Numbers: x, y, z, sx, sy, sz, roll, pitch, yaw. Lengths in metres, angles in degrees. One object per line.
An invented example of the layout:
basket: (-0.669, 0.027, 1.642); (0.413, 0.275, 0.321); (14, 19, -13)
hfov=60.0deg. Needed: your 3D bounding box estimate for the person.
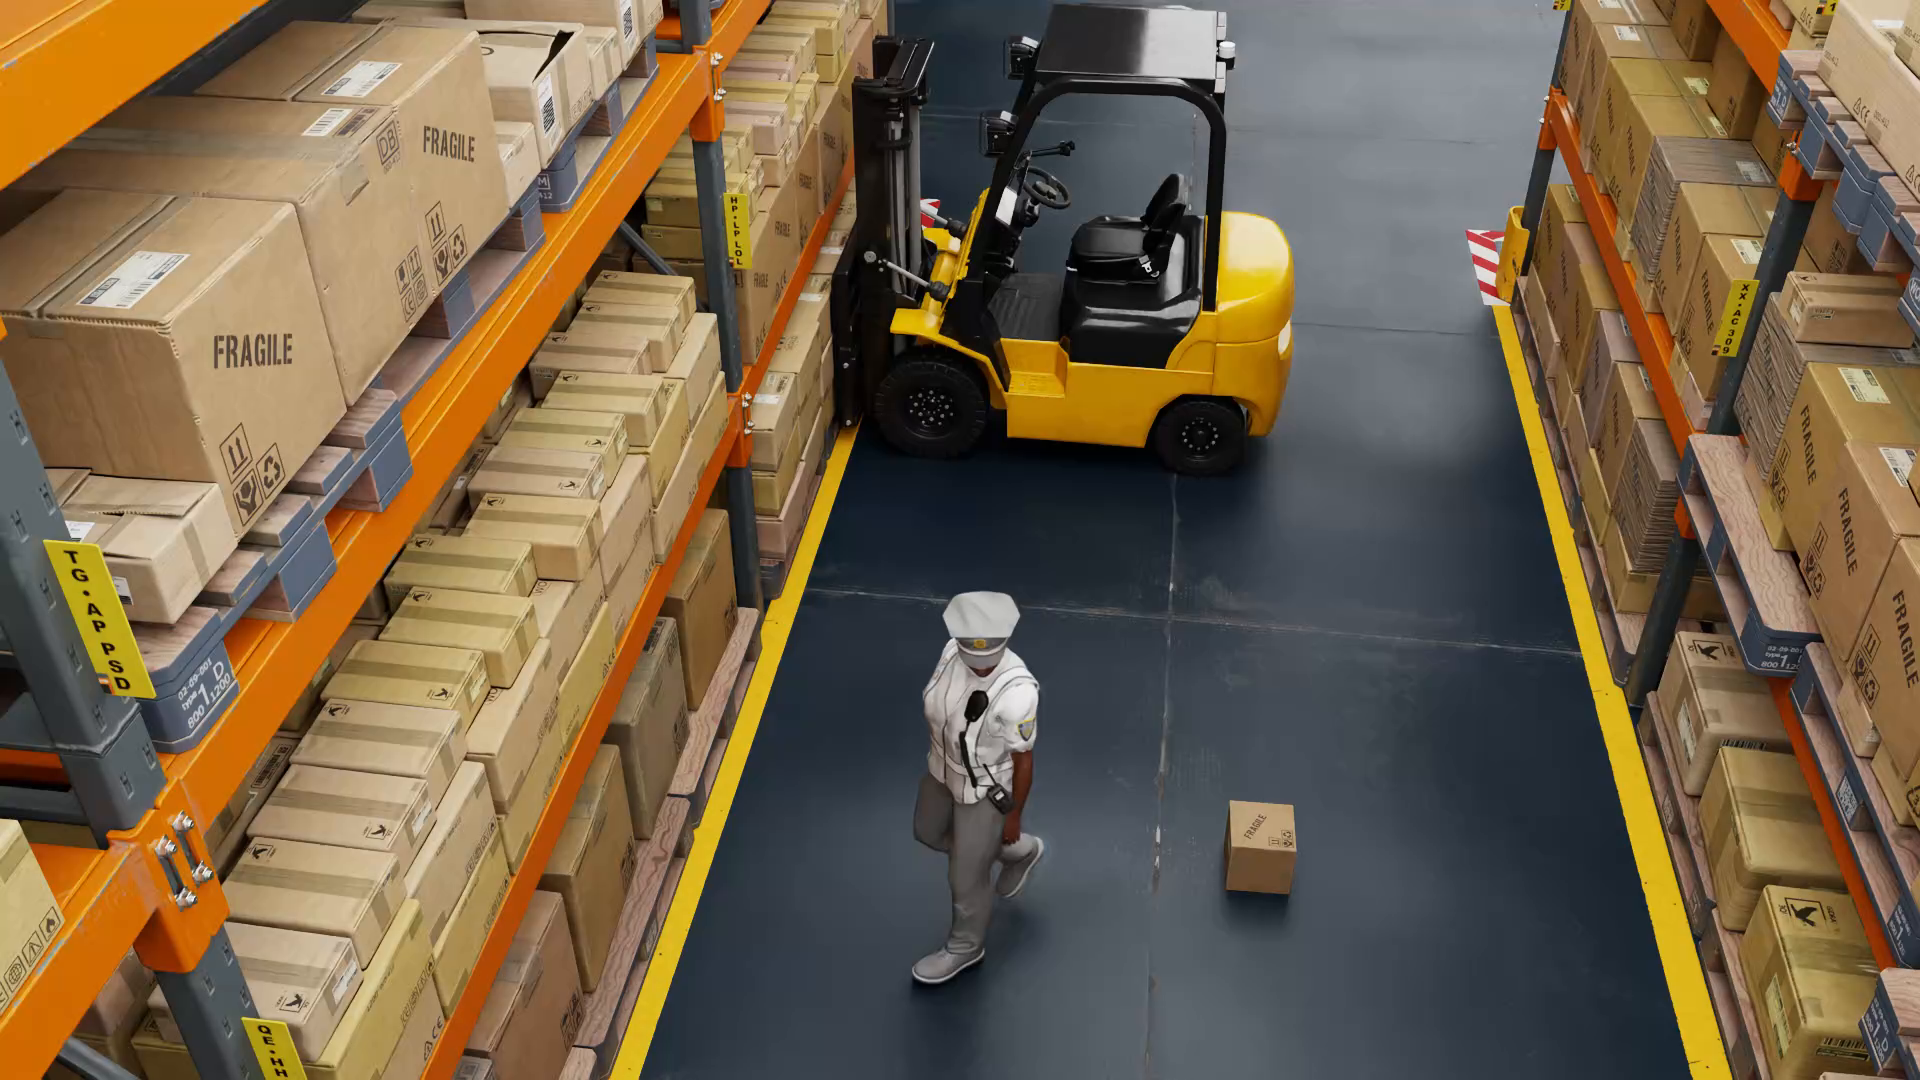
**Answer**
person: (0.070, 0.844, 5.870); (0.642, 1.648, 0.480); (-20, 41, -25)
